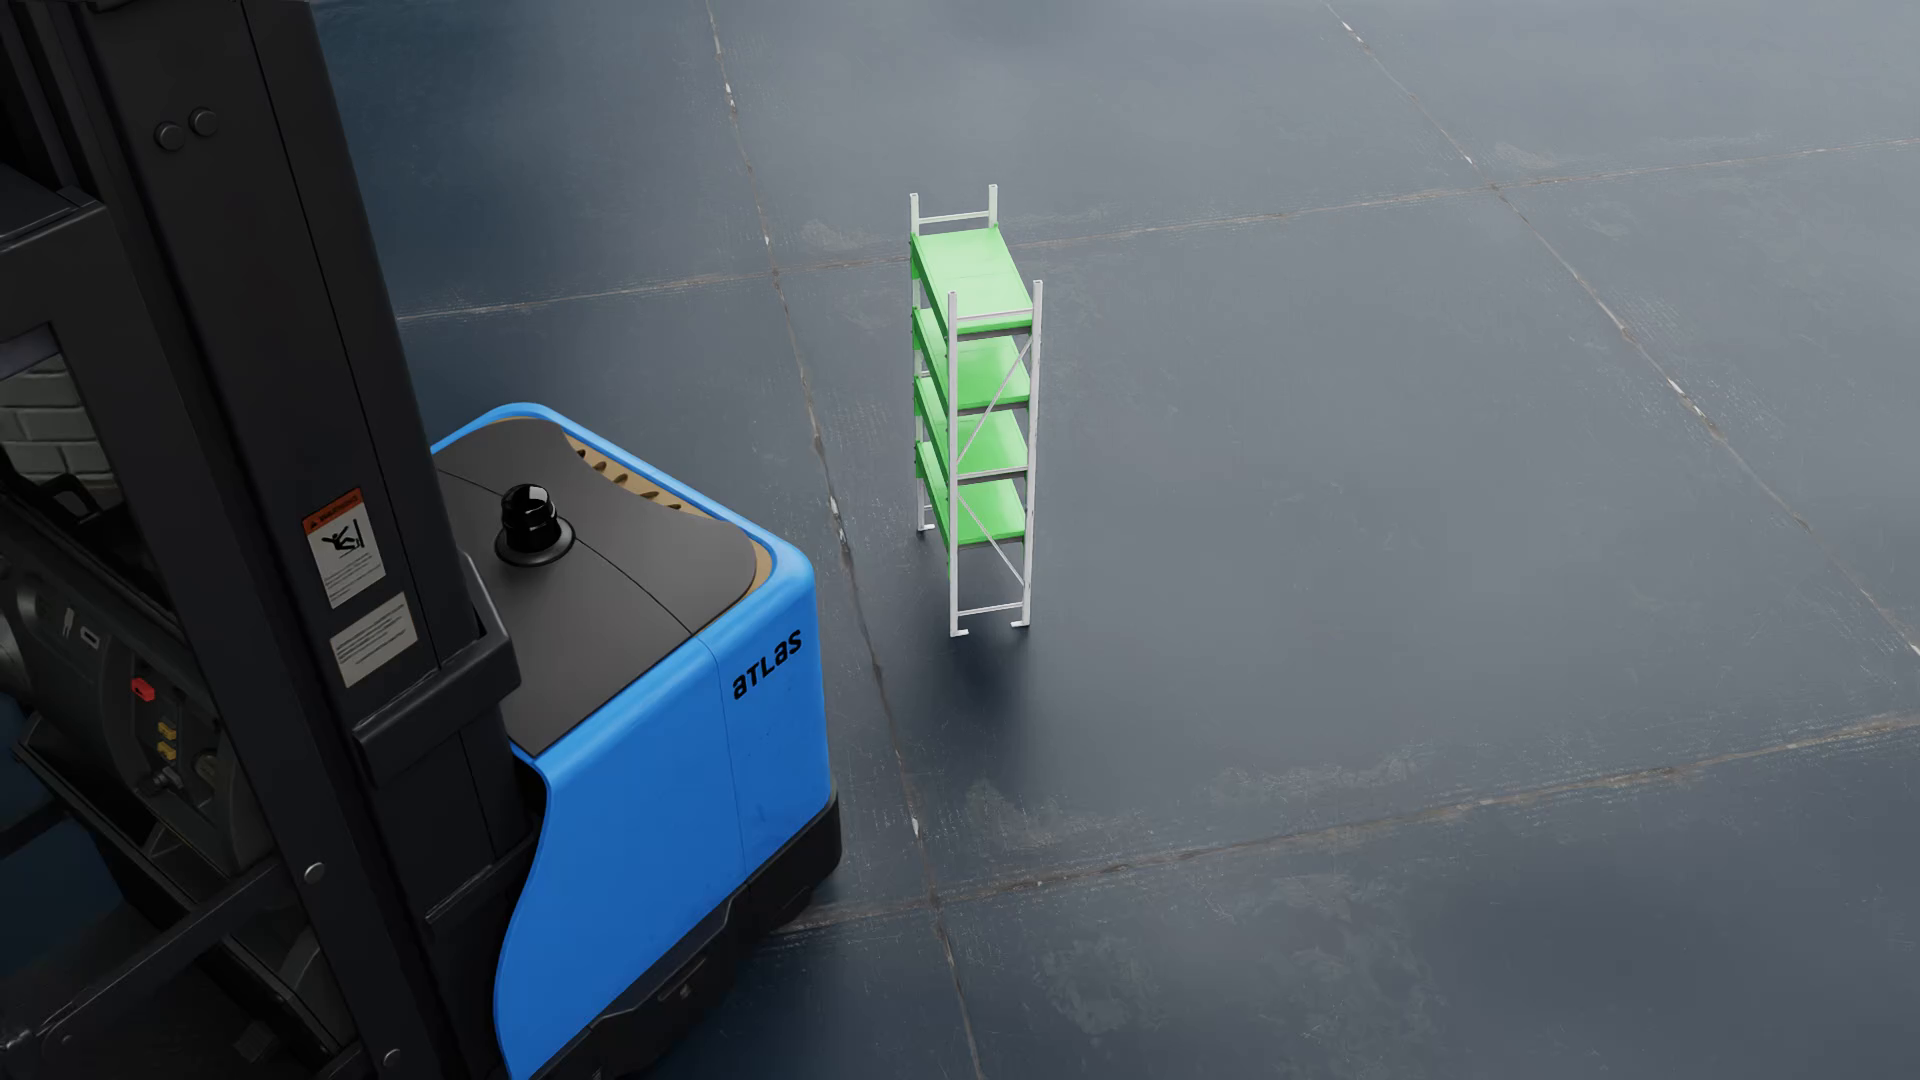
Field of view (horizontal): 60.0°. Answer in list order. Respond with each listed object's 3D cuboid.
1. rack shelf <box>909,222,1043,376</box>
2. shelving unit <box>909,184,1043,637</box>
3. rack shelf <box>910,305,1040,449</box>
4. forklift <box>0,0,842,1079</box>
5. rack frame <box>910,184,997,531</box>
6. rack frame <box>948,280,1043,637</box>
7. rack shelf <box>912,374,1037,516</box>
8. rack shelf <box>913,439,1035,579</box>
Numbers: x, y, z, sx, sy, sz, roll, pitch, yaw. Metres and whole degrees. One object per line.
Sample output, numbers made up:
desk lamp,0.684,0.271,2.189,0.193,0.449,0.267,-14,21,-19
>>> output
rack shelf,0.036,-0.653,4.455,0.258,0.148,0.480,-8,42,-9
shelving unit,0.036,-0.341,4.731,0.258,1.200,0.503,-8,42,-9
rack shelf,0.036,-0.473,4.614,0.258,0.148,0.480,-8,42,-9
forklift,-1.611,0.312,2.690,1.130,2.935,3.031,28,49,28
rack frame,-0.017,-0.500,4.909,0.240,1.200,0.015,-8,42,-9
rack frame,0.088,-0.183,4.553,0.240,1.200,0.015,-8,42,-9
rack shelf,0.036,-0.294,4.773,0.258,0.148,0.480,-8,42,-9
rack shelf,0.036,-0.114,4.933,0.258,0.148,0.480,-8,42,-9
